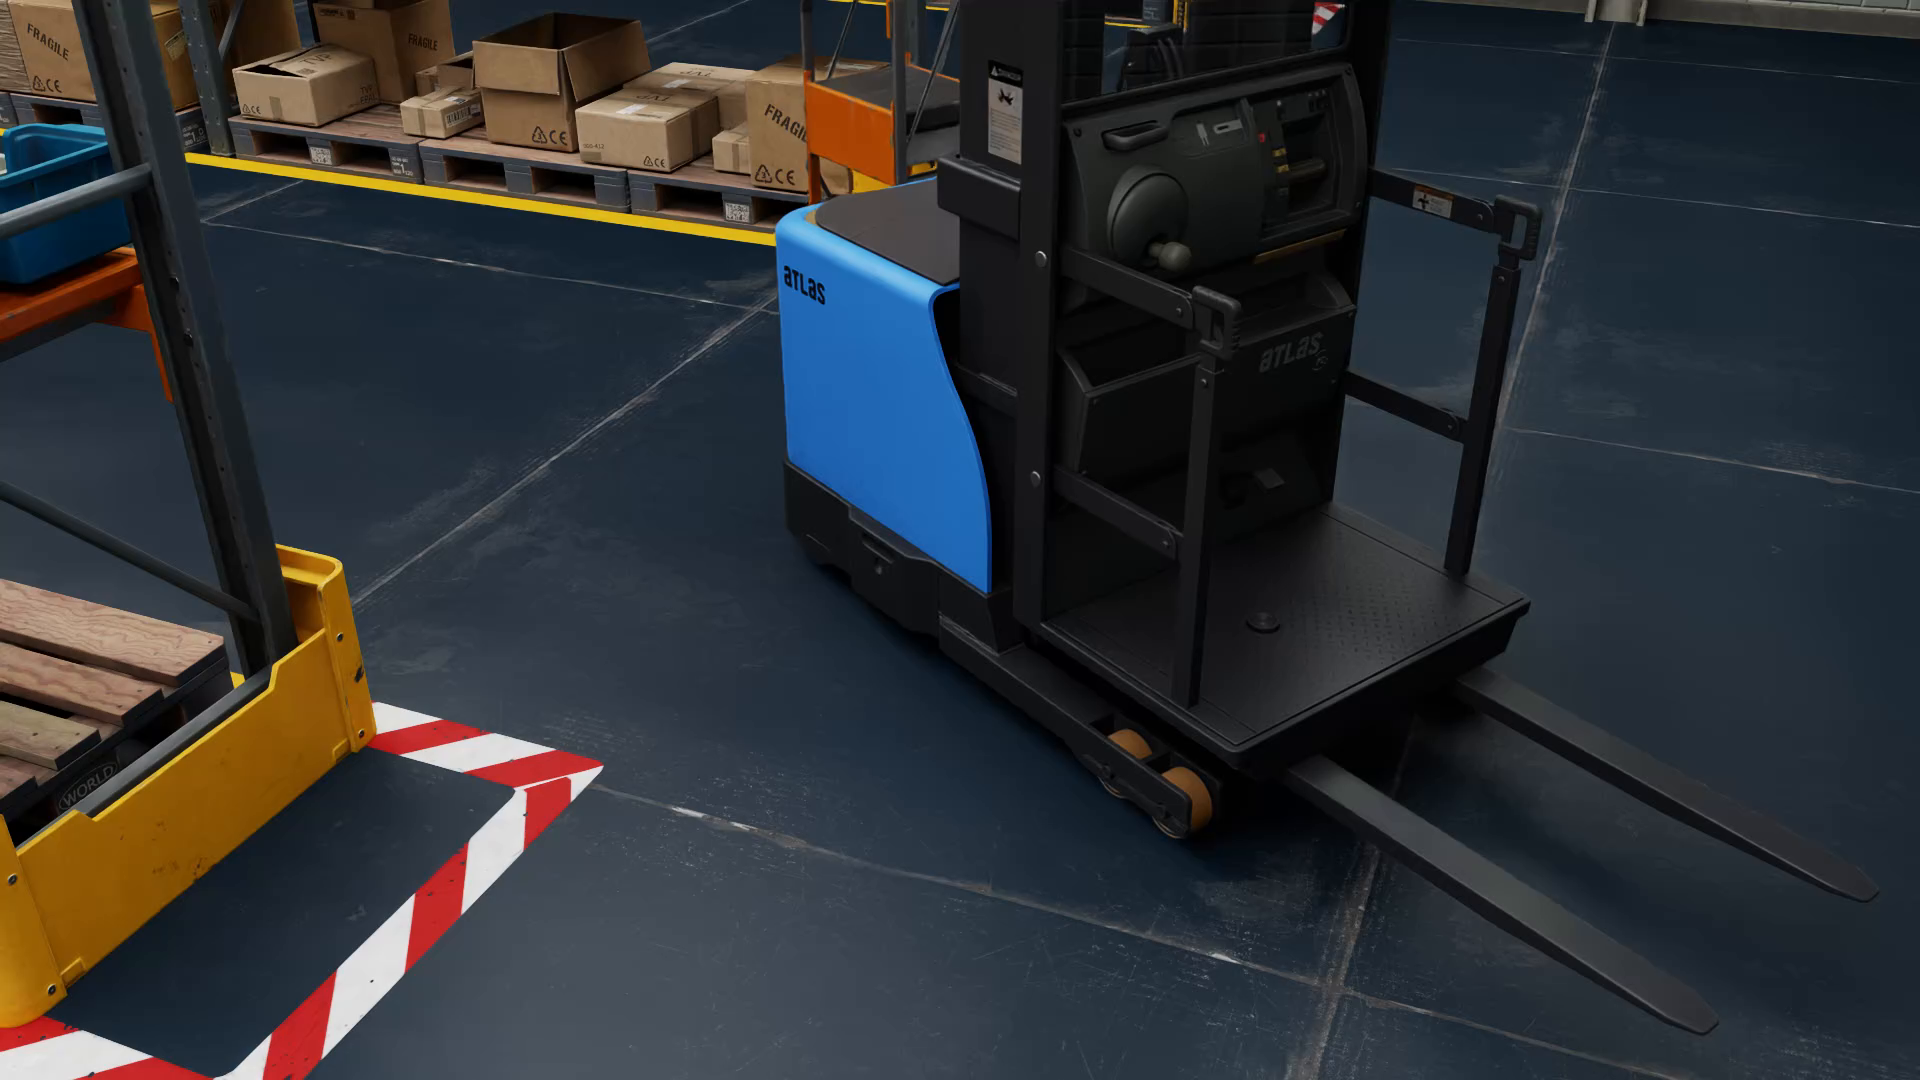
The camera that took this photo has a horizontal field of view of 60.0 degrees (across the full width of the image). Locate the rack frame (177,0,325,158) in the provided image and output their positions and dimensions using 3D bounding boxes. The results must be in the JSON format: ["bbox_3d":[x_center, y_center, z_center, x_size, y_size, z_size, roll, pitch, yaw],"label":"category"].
[{"bbox_3d":[-3.754,-3.576,8.528,0.127,3.000,1.000,11,31,19],"label":"rack frame"}]

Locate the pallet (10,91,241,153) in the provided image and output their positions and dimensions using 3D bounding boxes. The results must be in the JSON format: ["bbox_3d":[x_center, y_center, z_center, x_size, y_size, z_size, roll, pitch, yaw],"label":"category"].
[{"bbox_3d":[-4.522,-2.495,9.450,1.213,0.211,1.003,11,31,19],"label":"pallet"}]

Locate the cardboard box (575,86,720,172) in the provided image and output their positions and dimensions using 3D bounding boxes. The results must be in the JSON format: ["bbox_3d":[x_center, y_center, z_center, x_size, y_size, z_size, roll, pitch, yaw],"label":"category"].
[{"bbox_3d":[-1.513,-2.008,8.102,0.500,0.250,0.500,11,31,19],"label":"cardboard box"}]

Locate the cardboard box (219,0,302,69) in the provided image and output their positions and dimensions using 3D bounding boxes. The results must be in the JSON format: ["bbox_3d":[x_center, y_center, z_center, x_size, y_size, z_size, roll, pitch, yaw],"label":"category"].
[{"bbox_3d":[-4.111,-2.880,9.390,0.500,0.500,0.500,10,31,17],"label":"cardboard box"}]

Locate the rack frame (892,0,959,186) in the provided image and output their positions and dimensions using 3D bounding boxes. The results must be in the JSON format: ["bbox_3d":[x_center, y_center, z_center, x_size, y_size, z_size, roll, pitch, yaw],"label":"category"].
[{"bbox_3d":[-0.033,-1.134,5.122,0.400,2.100,0.015,-21,36,-32],"label":"rack frame"}]

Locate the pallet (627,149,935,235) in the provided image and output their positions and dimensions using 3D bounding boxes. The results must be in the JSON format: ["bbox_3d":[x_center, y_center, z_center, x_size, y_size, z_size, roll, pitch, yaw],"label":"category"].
[{"bbox_3d":[-0.857,-1.783,8.190,1.213,0.211,1.003,11,31,19],"label":"pallet"}]

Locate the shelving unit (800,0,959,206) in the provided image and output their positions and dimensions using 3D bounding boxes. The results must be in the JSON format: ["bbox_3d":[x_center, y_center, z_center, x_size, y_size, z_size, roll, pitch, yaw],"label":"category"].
[{"bbox_3d":[-0.182,-1.229,5.290,0.431,2.100,0.503,-21,36,-32],"label":"shelving unit"}]

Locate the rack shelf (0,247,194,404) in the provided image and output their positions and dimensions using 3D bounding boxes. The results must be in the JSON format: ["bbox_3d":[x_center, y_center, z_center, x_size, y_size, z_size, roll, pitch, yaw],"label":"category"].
[{"bbox_3d":[-3.767,-0.635,4.056,4.000,0.370,1.077,11,31,19],"label":"rack shelf"}]

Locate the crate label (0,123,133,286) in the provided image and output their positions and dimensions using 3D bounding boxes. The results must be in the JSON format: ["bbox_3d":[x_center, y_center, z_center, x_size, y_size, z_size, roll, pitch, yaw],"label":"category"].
[{"bbox_3d":[-2.019,-0.727,3.597,0.303,0.233,0.416,11,31,19],"label":"crate label"}]

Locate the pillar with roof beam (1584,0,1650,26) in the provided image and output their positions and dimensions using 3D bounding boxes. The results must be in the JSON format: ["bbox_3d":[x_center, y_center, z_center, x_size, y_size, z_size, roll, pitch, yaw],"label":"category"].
[{"bbox_3d":[3.020,-5.639,6.081,0.400,9.000,9.100,11,31,19],"label":"pillar with roof beam"}]

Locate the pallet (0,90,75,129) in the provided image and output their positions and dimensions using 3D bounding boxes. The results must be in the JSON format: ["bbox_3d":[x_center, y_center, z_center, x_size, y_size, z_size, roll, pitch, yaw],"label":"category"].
[{"bbox_3d":[-5.657,-2.720,9.848,1.213,0.211,1.003,11,31,19],"label":"pallet"}]

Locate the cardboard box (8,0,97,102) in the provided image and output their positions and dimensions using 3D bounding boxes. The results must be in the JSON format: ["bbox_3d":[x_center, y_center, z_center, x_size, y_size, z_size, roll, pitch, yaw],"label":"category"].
[{"bbox_3d":[-4.774,-2.735,9.134,0.500,0.500,0.500,11,31,19],"label":"cardboard box"}]

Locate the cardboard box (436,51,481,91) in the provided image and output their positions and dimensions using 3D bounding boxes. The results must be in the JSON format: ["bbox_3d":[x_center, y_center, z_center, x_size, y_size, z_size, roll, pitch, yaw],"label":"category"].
[{"bbox_3d":[-2.425,-2.482,8.878,0.500,0.311,0.500,11,31,19],"label":"cardboard box"}]

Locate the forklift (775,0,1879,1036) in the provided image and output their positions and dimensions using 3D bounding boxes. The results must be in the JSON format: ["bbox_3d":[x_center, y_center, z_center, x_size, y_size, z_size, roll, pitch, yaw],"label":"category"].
[{"bbox_3d":[0.752,-0.838,3.754,1.130,2.935,3.031,-21,35,-32],"label":"forklift"}]

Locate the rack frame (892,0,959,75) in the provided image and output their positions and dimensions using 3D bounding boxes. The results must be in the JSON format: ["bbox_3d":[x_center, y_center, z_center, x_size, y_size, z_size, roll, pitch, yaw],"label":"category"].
[{"bbox_3d":[-0.048,-2.836,7.219,0.127,3.000,1.000,11,31,19],"label":"rack frame"}]

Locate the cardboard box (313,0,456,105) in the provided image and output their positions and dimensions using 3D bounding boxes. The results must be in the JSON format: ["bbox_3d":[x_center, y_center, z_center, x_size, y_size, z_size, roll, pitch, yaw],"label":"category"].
[{"bbox_3d":[-3.120,-2.703,9.077,0.500,0.500,0.500,11,31,19],"label":"cardboard box"}]

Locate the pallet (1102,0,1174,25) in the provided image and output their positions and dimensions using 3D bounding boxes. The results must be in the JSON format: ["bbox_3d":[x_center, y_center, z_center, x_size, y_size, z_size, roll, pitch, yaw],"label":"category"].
[{"bbox_3d":[1.041,-3.994,12.101,1.213,0.211,1.003,11,31,19],"label":"pallet"}]

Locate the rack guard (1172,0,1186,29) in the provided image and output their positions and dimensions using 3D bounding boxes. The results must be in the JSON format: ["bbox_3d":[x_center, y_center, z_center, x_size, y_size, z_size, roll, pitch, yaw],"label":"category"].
[{"bbox_3d":[1.833,-4.003,11.823,0.348,0.500,1.175,11,31,19],"label":"rack guard"}]

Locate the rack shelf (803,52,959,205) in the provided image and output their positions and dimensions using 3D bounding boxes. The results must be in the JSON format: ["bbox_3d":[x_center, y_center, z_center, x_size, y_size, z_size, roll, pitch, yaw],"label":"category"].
[{"bbox_3d":[-0.182,-1.217,5.296,0.431,0.518,0.480,-21,36,-32],"label":"rack shelf"}]

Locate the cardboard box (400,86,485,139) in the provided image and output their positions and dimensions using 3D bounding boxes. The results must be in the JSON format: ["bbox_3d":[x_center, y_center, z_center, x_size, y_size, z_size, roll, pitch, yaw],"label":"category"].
[{"bbox_3d":[-2.641,-2.202,8.530,0.250,0.166,0.380,11,31,19],"label":"cardboard box"}]

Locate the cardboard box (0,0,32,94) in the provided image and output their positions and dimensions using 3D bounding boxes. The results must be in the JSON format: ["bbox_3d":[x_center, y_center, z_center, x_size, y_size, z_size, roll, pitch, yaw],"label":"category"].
[{"bbox_3d":[-5.239,-2.828,9.298,0.500,0.500,0.500,12,32,20],"label":"cardboard box"}]

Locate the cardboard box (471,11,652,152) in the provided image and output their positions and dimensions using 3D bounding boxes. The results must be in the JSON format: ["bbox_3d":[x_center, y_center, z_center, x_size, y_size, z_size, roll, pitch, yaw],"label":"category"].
[{"bbox_3d":[-2.011,-2.335,8.423,0.637,0.503,0.797,11,31,19],"label":"cardboard box"}]

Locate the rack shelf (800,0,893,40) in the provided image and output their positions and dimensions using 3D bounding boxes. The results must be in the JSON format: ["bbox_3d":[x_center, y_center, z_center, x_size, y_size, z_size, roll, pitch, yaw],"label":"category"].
[{"bbox_3d":[-0.182,-1.826,4.952,0.431,0.518,0.480,-21,36,-32],"label":"rack shelf"}]

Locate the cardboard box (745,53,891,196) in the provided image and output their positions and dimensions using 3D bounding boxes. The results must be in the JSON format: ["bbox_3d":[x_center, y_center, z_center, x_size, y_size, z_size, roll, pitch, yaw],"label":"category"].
[{"bbox_3d":[-0.644,-1.928,7.705,0.500,0.500,0.500,11,31,19],"label":"cardboard box"}]

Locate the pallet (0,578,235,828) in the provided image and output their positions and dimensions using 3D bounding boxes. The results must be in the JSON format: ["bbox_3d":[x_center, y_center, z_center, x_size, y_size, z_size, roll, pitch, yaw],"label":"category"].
[{"bbox_3d":[-2.663,0.466,4.212,1.213,0.211,1.003,11,31,19],"label":"pallet"}]

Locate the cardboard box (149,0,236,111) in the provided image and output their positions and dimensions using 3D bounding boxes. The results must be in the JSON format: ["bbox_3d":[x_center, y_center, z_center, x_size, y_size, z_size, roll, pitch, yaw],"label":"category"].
[{"bbox_3d":[-4.319,-2.640,8.965,0.500,0.500,0.500,11,31,19],"label":"cardboard box"}]

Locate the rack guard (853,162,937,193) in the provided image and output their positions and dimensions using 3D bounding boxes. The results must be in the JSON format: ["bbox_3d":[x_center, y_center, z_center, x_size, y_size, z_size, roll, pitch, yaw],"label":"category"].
[{"bbox_3d":[-0.118,-1.762,7.859,0.348,0.500,1.175,11,31,19],"label":"rack guard"}]

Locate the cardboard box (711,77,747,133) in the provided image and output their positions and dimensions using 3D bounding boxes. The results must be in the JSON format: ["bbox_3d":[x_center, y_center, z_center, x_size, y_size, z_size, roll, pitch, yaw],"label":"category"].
[{"bbox_3d":[-0.908,-2.153,8.358,0.500,0.250,0.500,11,31,19],"label":"cardboard box"}]

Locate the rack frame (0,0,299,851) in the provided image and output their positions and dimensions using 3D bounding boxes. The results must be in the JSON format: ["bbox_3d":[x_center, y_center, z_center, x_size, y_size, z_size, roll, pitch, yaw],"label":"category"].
[{"bbox_3d":[-1.914,-0.578,3.224,0.127,3.000,1.000,11,31,19],"label":"rack frame"}]

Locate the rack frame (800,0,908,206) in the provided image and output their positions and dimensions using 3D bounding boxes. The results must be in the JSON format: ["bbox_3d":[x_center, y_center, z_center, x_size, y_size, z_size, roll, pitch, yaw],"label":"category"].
[{"bbox_3d":[-0.332,-1.323,5.457,0.400,2.100,0.015,-21,36,-32],"label":"rack frame"}]

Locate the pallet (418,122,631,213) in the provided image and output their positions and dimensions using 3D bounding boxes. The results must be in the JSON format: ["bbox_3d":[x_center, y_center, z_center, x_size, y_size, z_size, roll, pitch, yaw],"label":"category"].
[{"bbox_3d":[-1.984,-2.009,8.591,1.213,0.211,1.003,11,31,19],"label":"pallet"}]

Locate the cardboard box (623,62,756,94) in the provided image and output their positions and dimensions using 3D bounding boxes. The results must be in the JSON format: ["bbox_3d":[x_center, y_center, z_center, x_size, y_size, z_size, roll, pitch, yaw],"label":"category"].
[{"bbox_3d":[-1.372,-2.245,8.521,0.500,0.250,0.500,11,31,19],"label":"cardboard box"}]

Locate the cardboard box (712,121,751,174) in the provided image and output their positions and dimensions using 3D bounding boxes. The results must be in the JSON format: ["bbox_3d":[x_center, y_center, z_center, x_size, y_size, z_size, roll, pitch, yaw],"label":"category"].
[{"bbox_3d":[-0.986,-1.898,7.992,0.250,0.166,0.380,11,31,19],"label":"cardboard box"}]

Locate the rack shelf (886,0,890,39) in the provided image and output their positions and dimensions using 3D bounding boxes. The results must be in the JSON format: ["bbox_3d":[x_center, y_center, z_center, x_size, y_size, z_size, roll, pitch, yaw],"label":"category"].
[{"bbox_3d":[-1.901,-2.893,8.051,4.000,0.370,1.077,11,31,19],"label":"rack shelf"}]

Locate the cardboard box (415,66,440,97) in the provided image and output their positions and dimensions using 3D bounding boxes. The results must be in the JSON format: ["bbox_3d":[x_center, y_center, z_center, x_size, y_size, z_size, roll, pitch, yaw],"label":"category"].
[{"bbox_3d":[-2.750,-2.508,9.089,0.250,0.149,0.380,11,31,19],"label":"cardboard box"}]

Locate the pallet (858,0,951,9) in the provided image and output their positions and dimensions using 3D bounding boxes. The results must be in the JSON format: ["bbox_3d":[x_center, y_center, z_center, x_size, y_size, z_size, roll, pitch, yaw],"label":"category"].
[{"bbox_3d":[-0.086,-4.220,12.502,1.213,0.211,1.003,11,31,19],"label":"pallet"}]

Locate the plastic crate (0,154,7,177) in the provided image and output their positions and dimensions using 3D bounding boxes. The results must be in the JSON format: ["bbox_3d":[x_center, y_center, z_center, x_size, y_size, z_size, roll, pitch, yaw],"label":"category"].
[{"bbox_3d":[-2.285,-0.782,3.793,0.298,0.136,0.250,11,31,19],"label":"plastic crate"}]

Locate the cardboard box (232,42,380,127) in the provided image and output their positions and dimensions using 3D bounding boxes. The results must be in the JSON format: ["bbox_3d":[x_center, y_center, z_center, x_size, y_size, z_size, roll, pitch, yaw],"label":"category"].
[{"bbox_3d":[-3.447,-2.421,8.770,0.500,0.311,0.500,11,31,19],"label":"cardboard box"}]

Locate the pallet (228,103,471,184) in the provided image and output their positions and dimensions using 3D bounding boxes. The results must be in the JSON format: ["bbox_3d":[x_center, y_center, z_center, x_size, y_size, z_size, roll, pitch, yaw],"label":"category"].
[{"bbox_3d":[-3.118,-2.234,8.989,1.213,0.211,1.003,11,31,19],"label":"pallet"}]

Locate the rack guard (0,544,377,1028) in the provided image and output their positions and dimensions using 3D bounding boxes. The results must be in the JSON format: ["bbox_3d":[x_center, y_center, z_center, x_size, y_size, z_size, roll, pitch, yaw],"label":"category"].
[{"bbox_3d":[-1.886,0.509,3.842,0.348,0.500,1.175,11,31,19],"label":"rack guard"}]
